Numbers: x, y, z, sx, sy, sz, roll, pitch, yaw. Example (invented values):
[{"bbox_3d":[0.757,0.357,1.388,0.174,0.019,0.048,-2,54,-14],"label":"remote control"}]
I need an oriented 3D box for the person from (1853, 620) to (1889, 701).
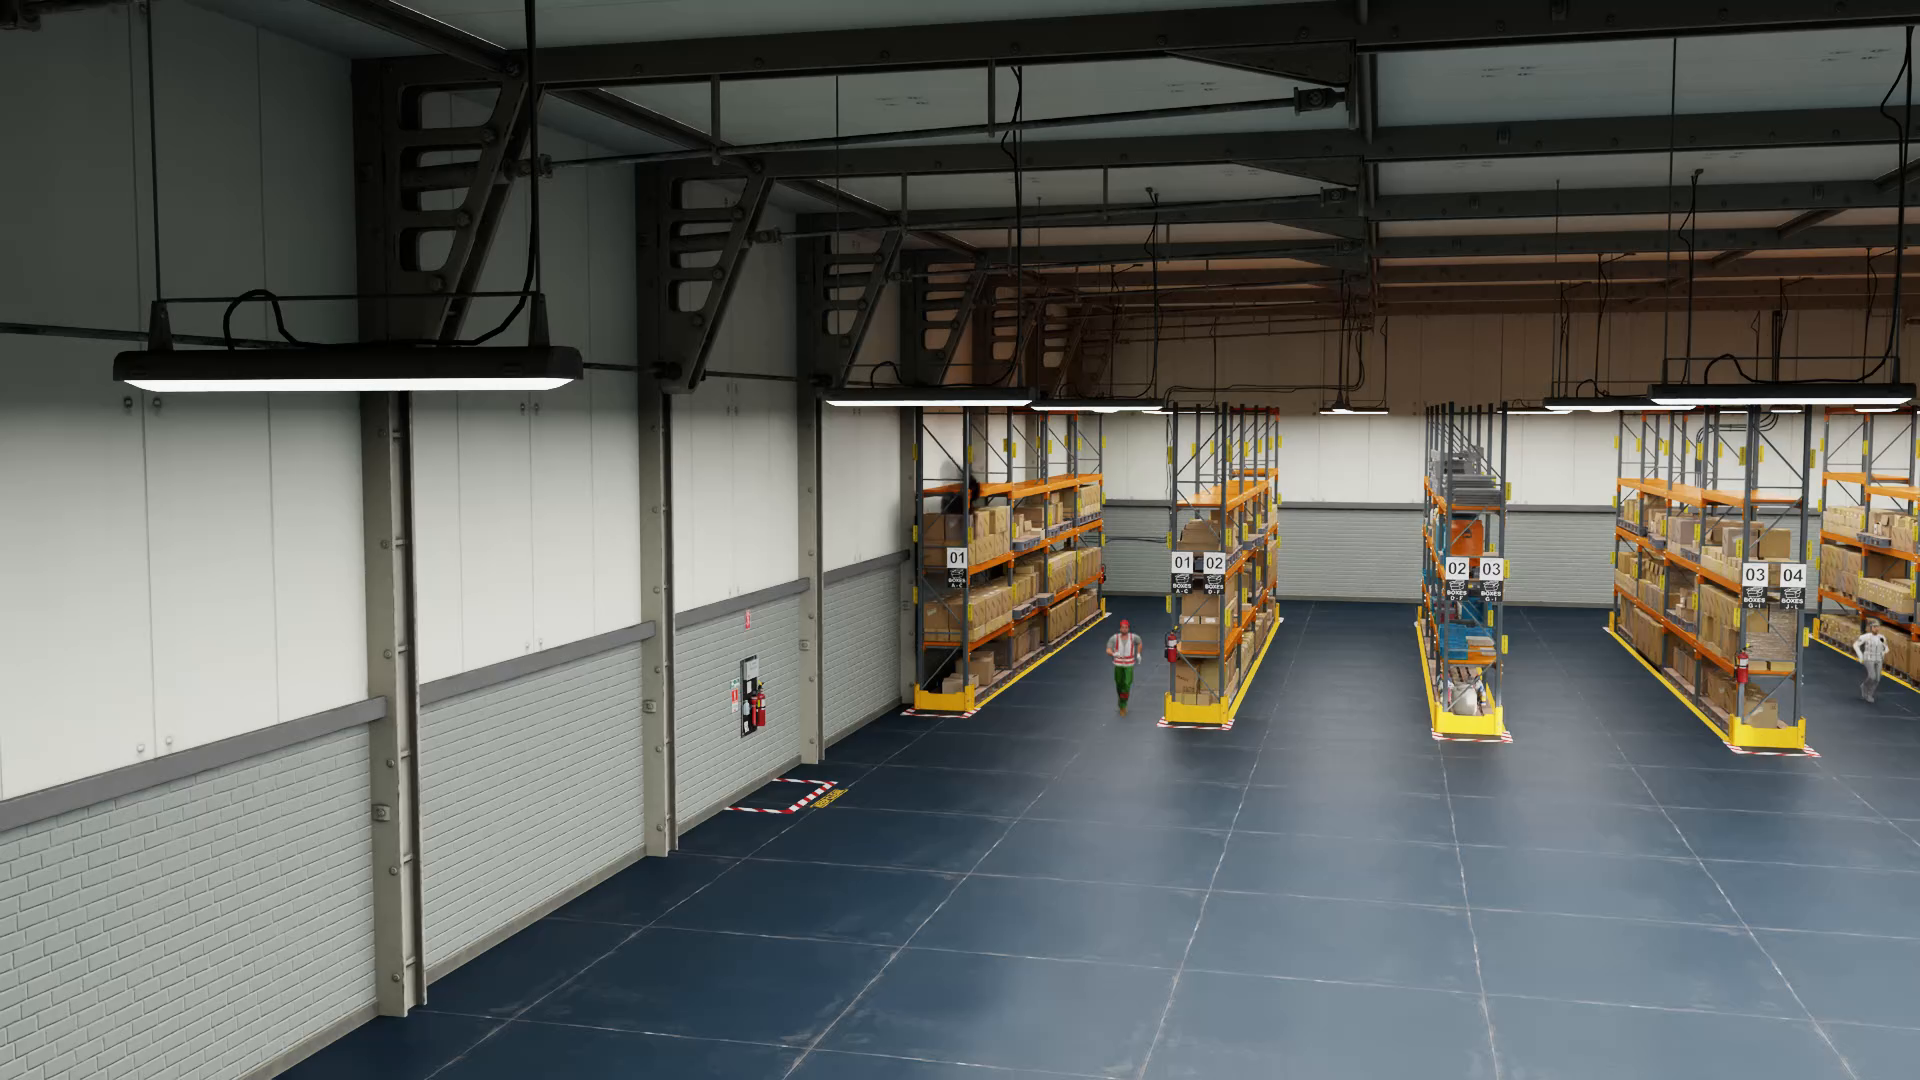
[{"bbox_3d":[18.314,2.428,33.319,0.599,1.657,0.560,0,4,5],"label":"person"}]

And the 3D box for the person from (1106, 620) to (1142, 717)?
[{"bbox_3d":[3.178,2.460,32.225,0.692,1.840,0.894,0,4,6],"label":"person"}]
